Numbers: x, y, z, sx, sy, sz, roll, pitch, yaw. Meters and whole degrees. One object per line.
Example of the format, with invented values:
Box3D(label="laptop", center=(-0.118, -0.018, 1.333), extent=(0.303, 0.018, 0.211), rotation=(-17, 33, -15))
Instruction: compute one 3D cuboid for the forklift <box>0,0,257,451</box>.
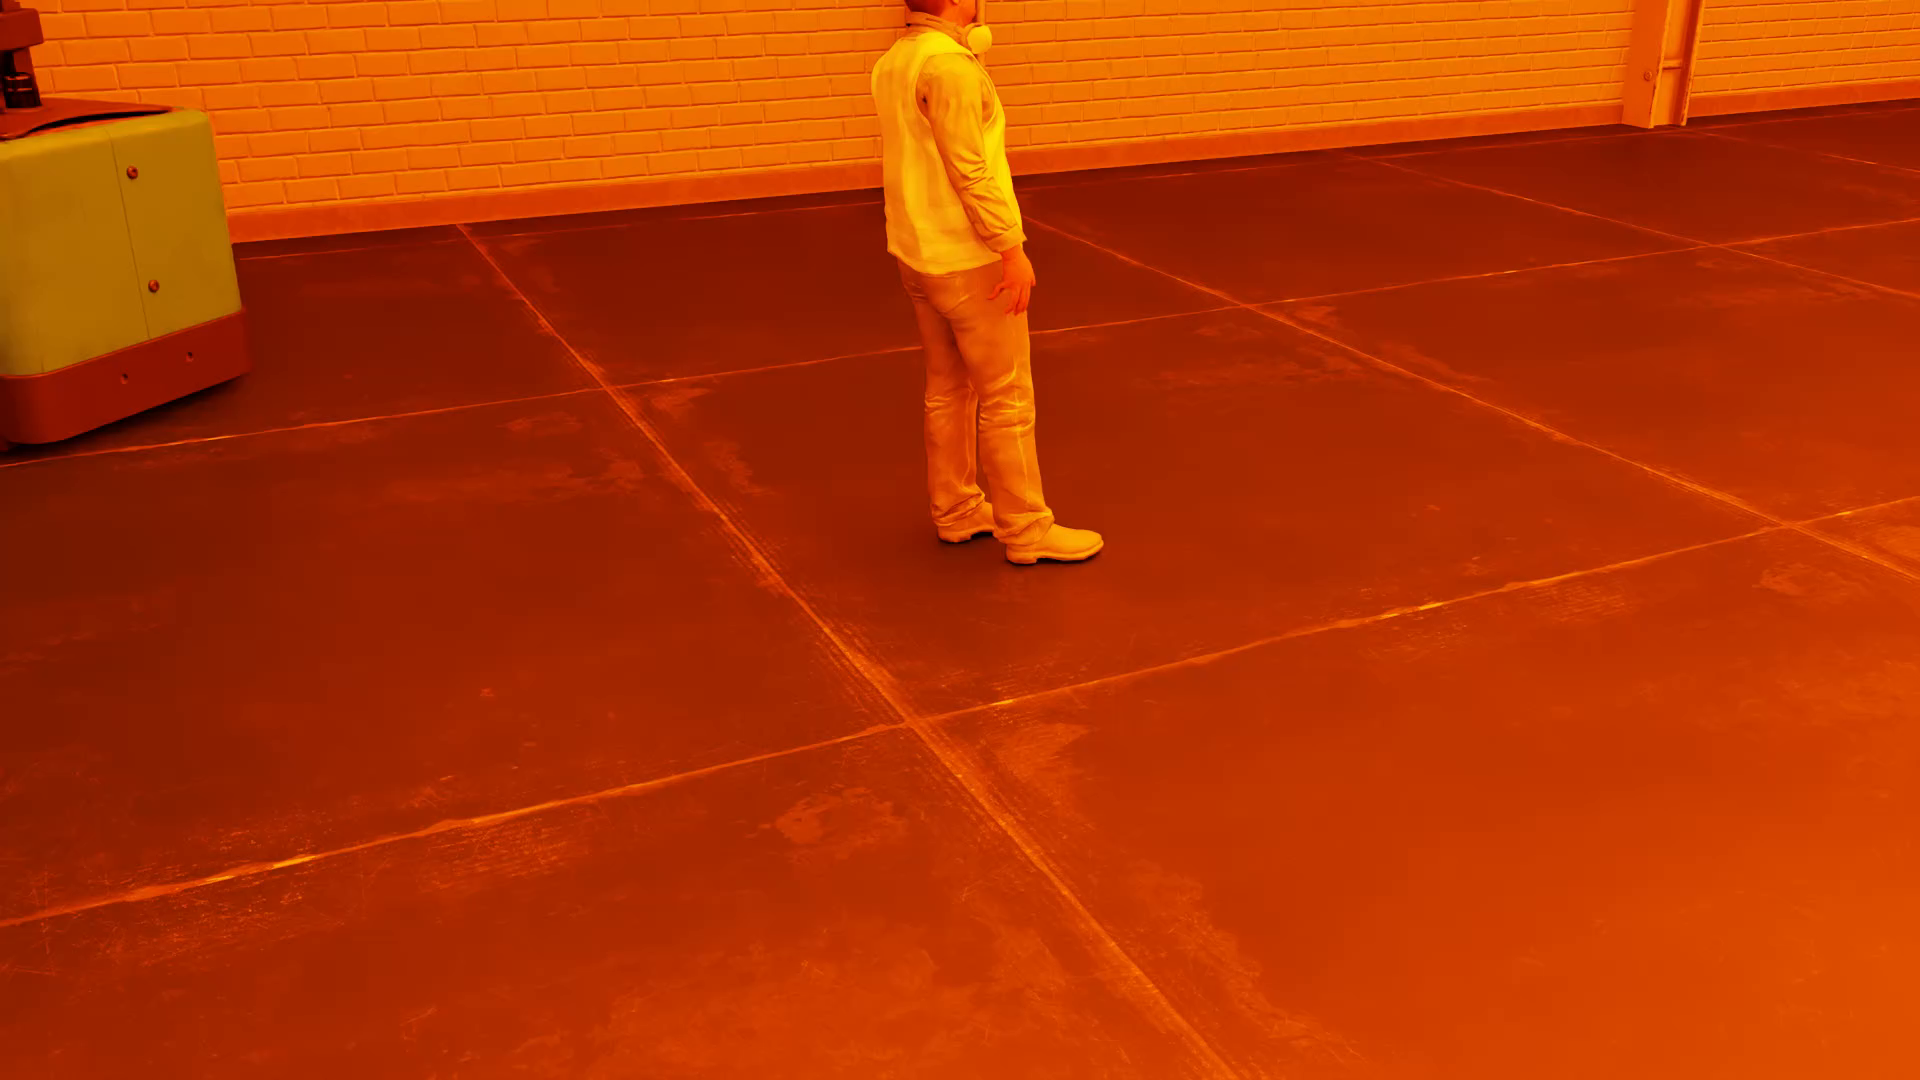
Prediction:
Box3D(label="forklift", center=(-4.335, -2.008, 6.120), extent=(3.031, 2.935, 1.130), rotation=(9, 24, 20))

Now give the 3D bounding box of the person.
Box3D(label="person", center=(0.060, -0.833, 4.781), extent=(0.568, 1.773, 0.632), rotation=(-10, 25, -23))
